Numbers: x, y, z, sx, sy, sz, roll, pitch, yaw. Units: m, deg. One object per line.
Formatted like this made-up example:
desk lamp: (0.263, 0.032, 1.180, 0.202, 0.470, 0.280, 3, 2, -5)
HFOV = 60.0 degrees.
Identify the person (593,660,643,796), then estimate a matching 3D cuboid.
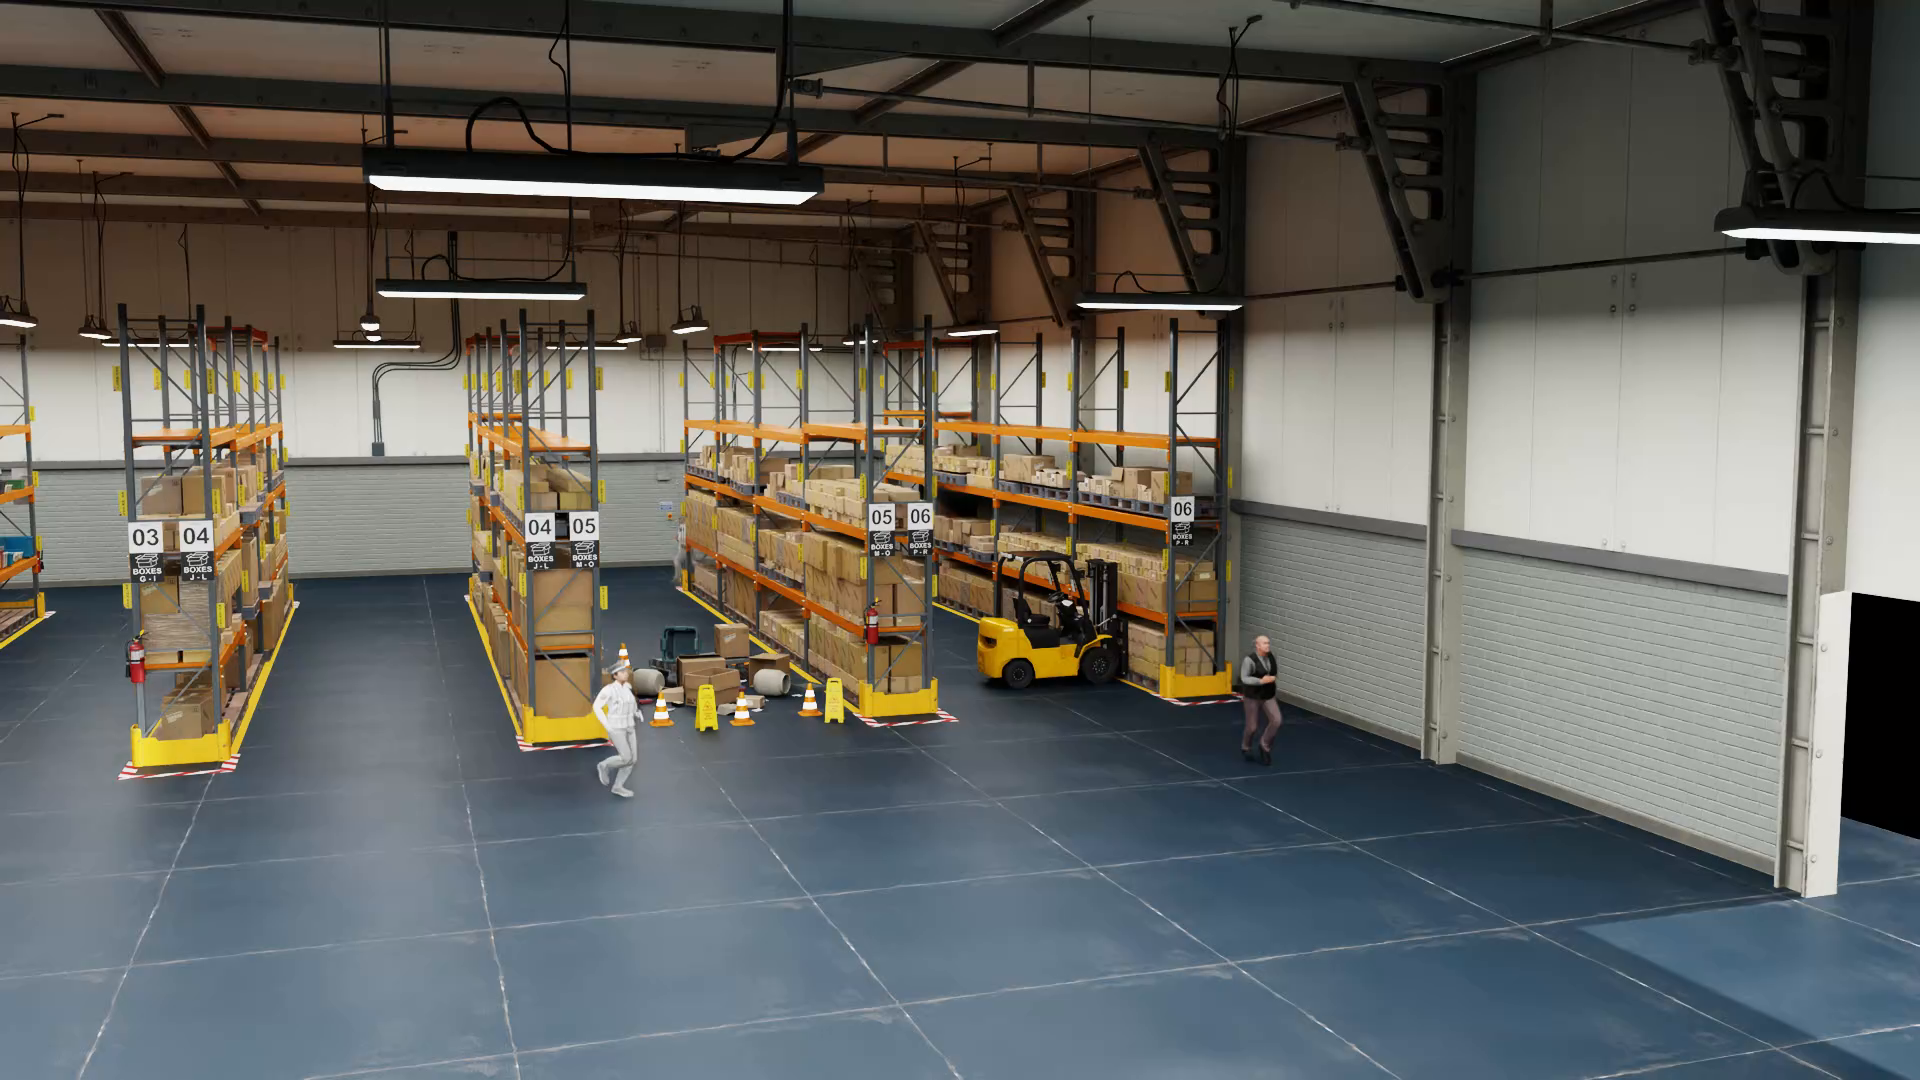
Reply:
person: (-4.111, 2.275, 20.139, 0.523, 1.659, 0.668, 3, 6, 31)

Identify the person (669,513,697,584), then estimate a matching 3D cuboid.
person: (-6.794, 0.218, 41.273, 0.905, 1.804, 0.695, 0, 5, -5)

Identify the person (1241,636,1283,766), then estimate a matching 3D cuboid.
person: (3.932, 2.088, 21.750, 0.682, 1.717, 0.810, -2, 6, -23)
